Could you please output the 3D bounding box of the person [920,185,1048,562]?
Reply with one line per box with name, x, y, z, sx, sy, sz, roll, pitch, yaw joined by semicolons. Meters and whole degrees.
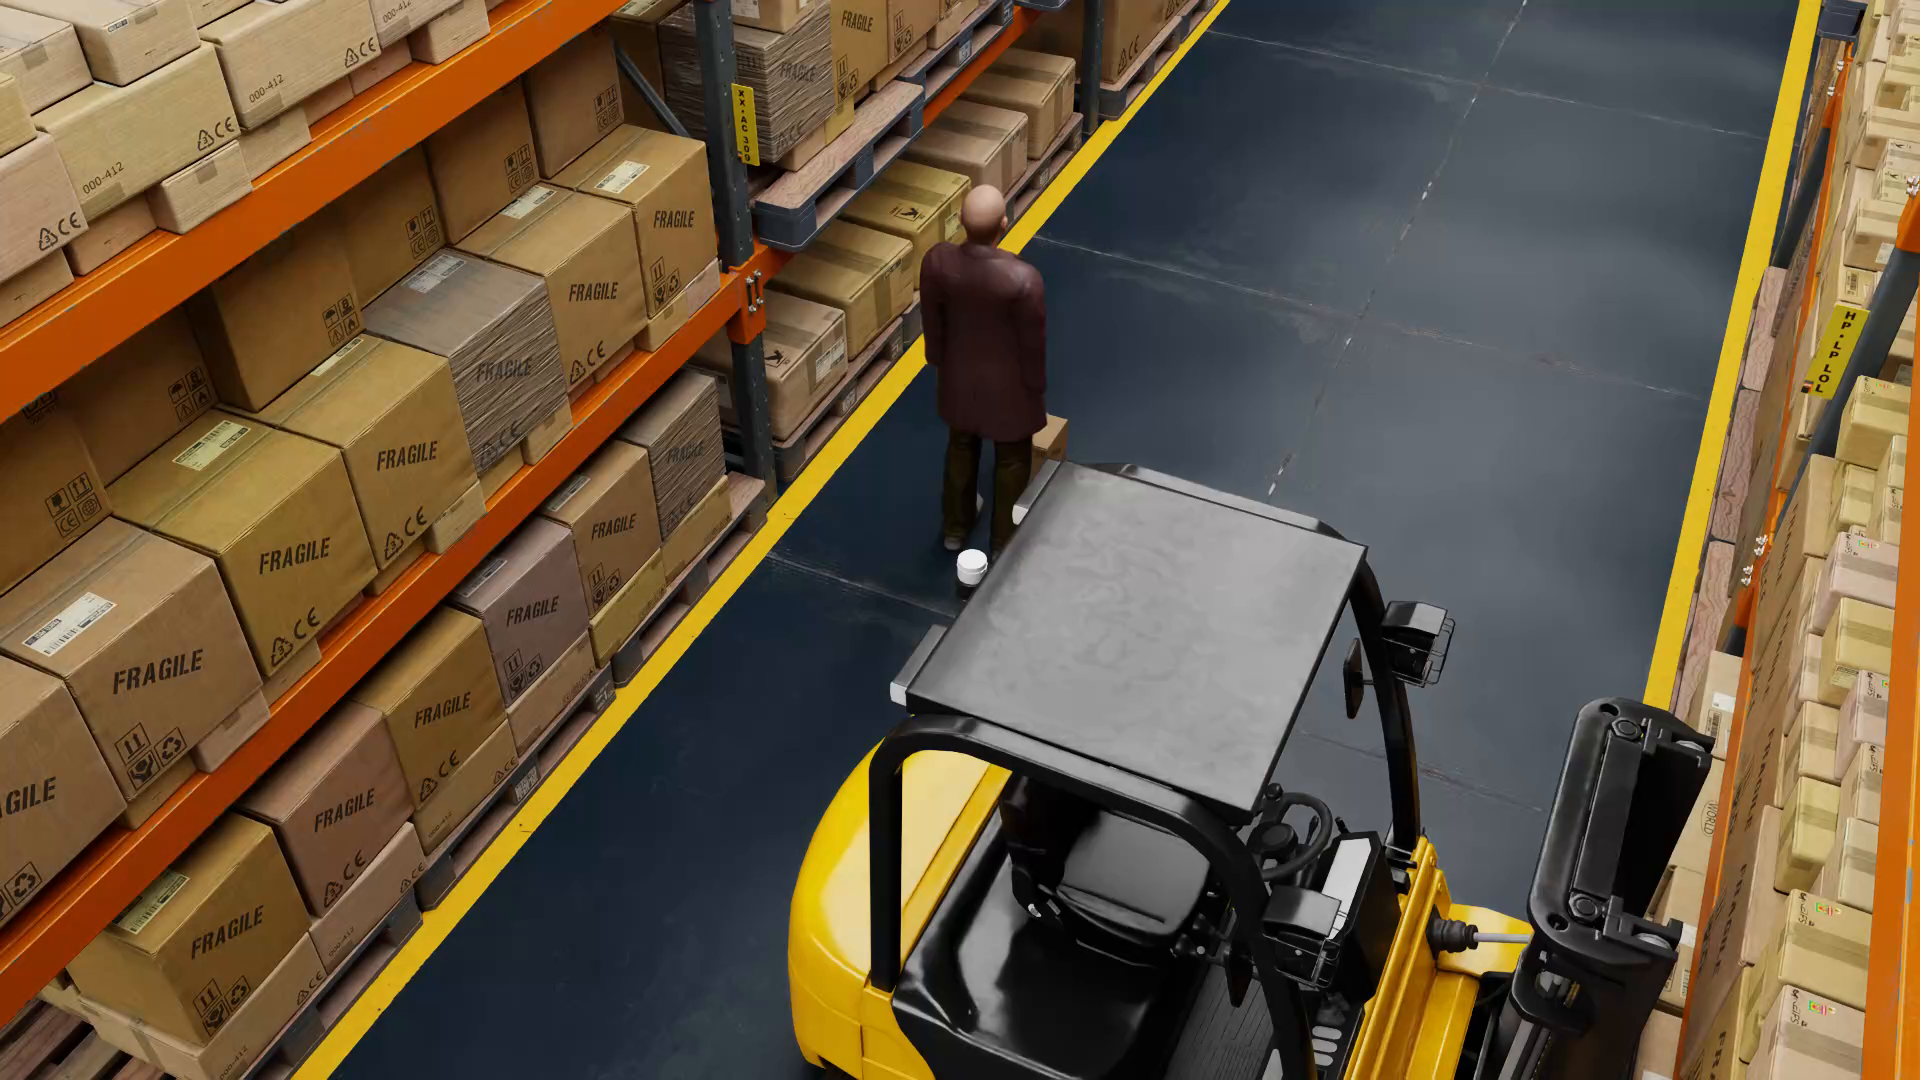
person;0.110;-0.697;6.963;0.562;1.778;0.377;17;44;19
